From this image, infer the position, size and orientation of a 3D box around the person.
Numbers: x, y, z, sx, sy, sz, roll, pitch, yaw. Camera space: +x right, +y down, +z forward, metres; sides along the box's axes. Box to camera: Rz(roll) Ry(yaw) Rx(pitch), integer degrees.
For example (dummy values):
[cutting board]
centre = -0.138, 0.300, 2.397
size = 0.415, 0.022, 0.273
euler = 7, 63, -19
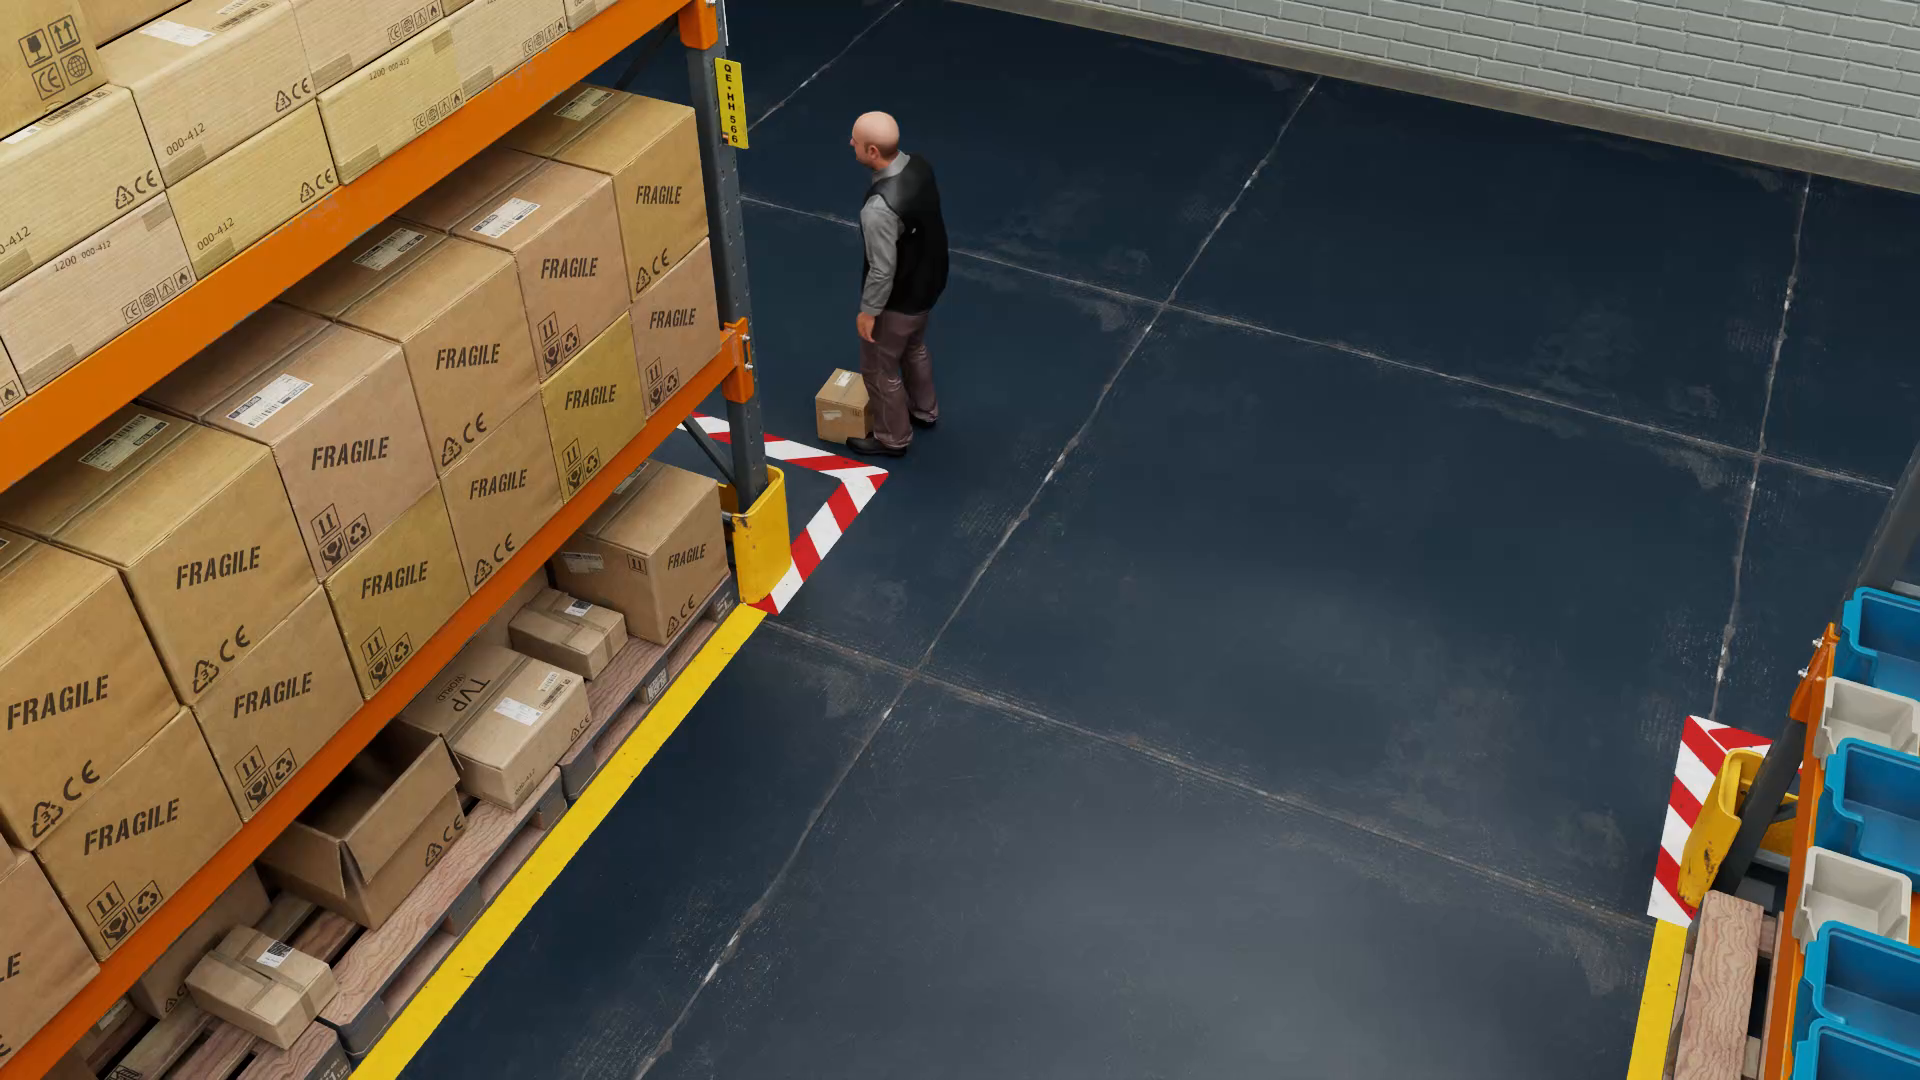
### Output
[person]
centre = -0.290, -1.115, 7.428
size = 0.465, 1.722, 0.590
euler = 14, 44, 15
